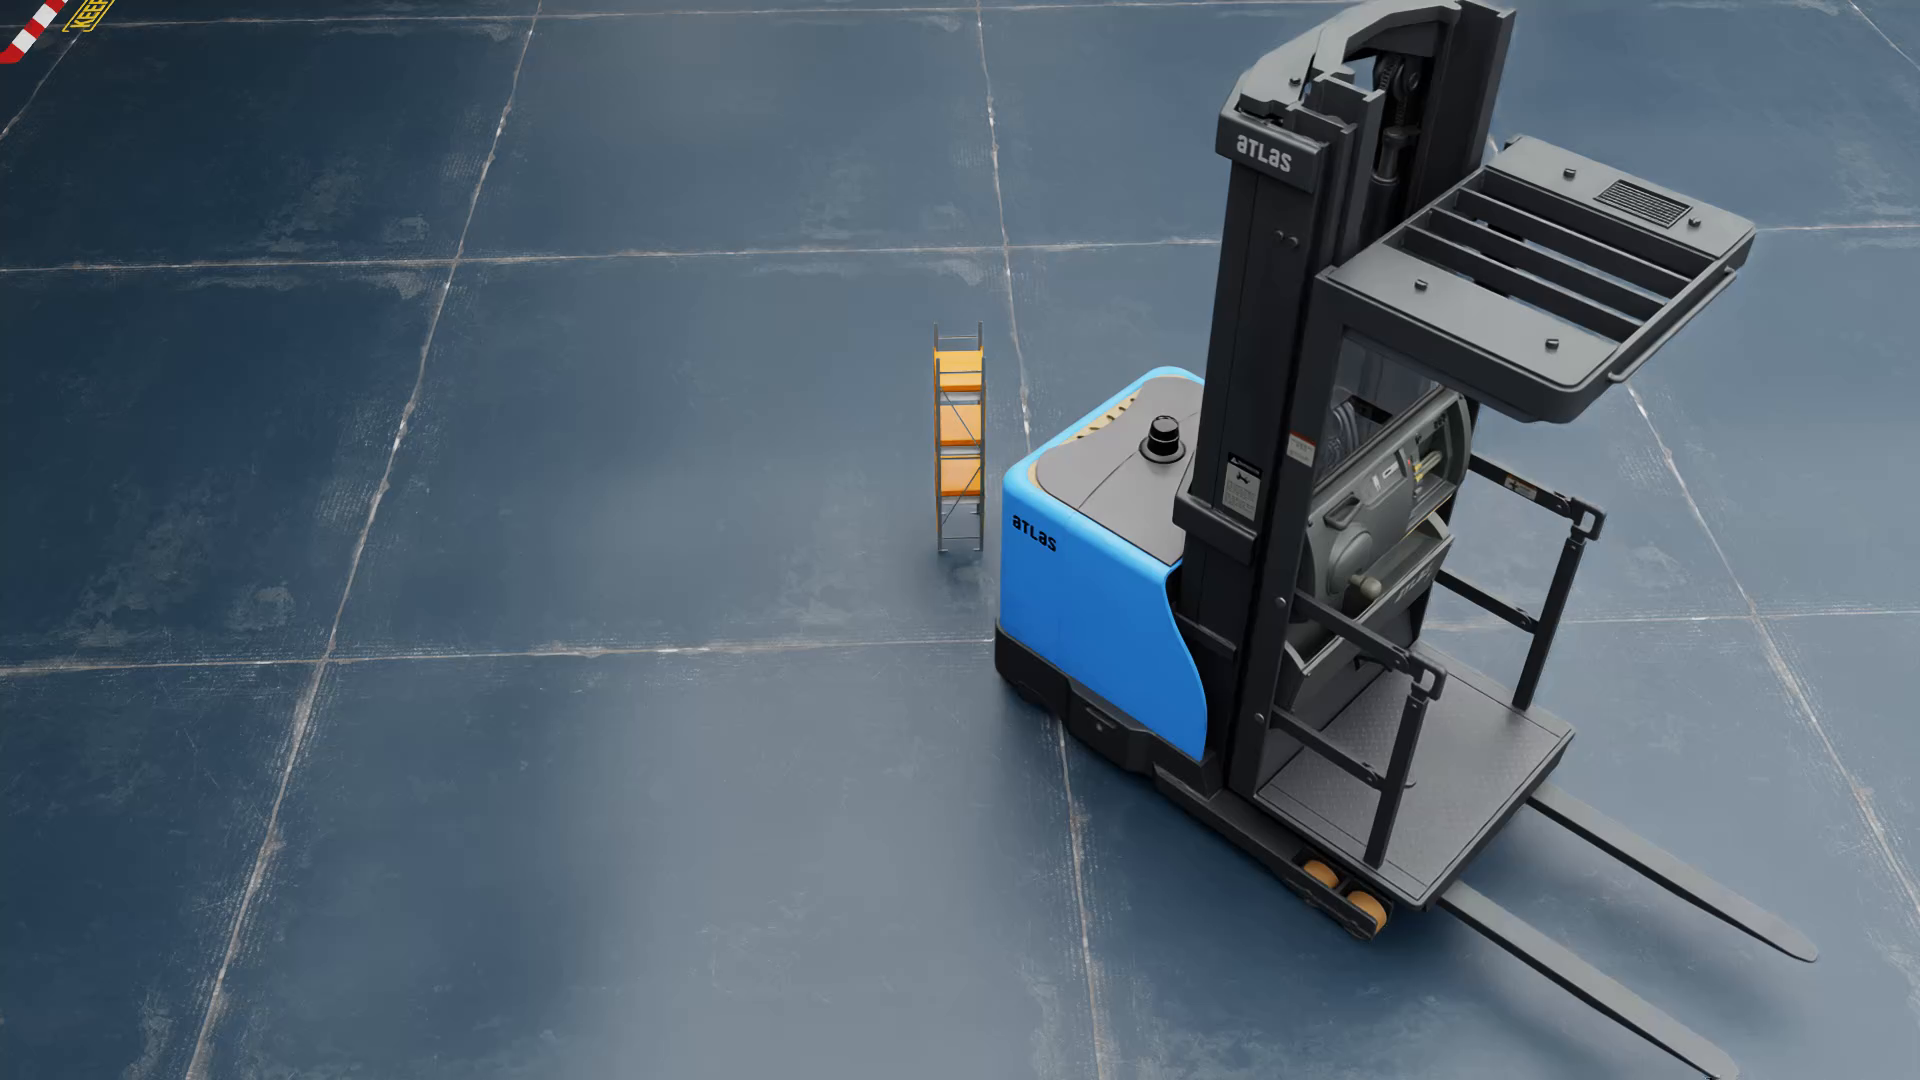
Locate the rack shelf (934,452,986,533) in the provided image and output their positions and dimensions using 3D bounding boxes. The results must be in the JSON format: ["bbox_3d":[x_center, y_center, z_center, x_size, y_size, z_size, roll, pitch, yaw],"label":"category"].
[{"bbox_3d":[-0.002,-0.210,7.279,0.215,0.259,0.240,-2,43,-2],"label":"rack shelf"}]

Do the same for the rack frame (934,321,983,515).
[{"bbox_3d":[-0.007,-0.506,7.174,0.200,1.050,0.008,-2,43,-2],"label":"rack frame"}]

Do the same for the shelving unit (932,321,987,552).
[{"bbox_3d":[-0.002,-0.423,7.084,0.215,1.050,0.252,-2,43,-2],"label":"shelving unit"}]

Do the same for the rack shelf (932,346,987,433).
[{"bbox_3d":[-0.002,-0.625,6.900,0.215,0.259,0.240,-2,43,-2],"label":"rack shelf"}]

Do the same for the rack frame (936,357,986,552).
[{"bbox_3d":[0.003,-0.341,6.994,0.200,1.050,0.008,-2,43,-2],"label":"rack frame"}]

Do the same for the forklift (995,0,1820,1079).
[{"bbox_3d":[1.555,-0.080,5.318,3.031,2.935,1.130,33,52,31],"label":"forklift"}]

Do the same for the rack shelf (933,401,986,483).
[{"bbox_3d":[-0.002,-0.415,7.092,0.215,0.259,0.240,-2,43,-2],"label":"rack shelf"}]
